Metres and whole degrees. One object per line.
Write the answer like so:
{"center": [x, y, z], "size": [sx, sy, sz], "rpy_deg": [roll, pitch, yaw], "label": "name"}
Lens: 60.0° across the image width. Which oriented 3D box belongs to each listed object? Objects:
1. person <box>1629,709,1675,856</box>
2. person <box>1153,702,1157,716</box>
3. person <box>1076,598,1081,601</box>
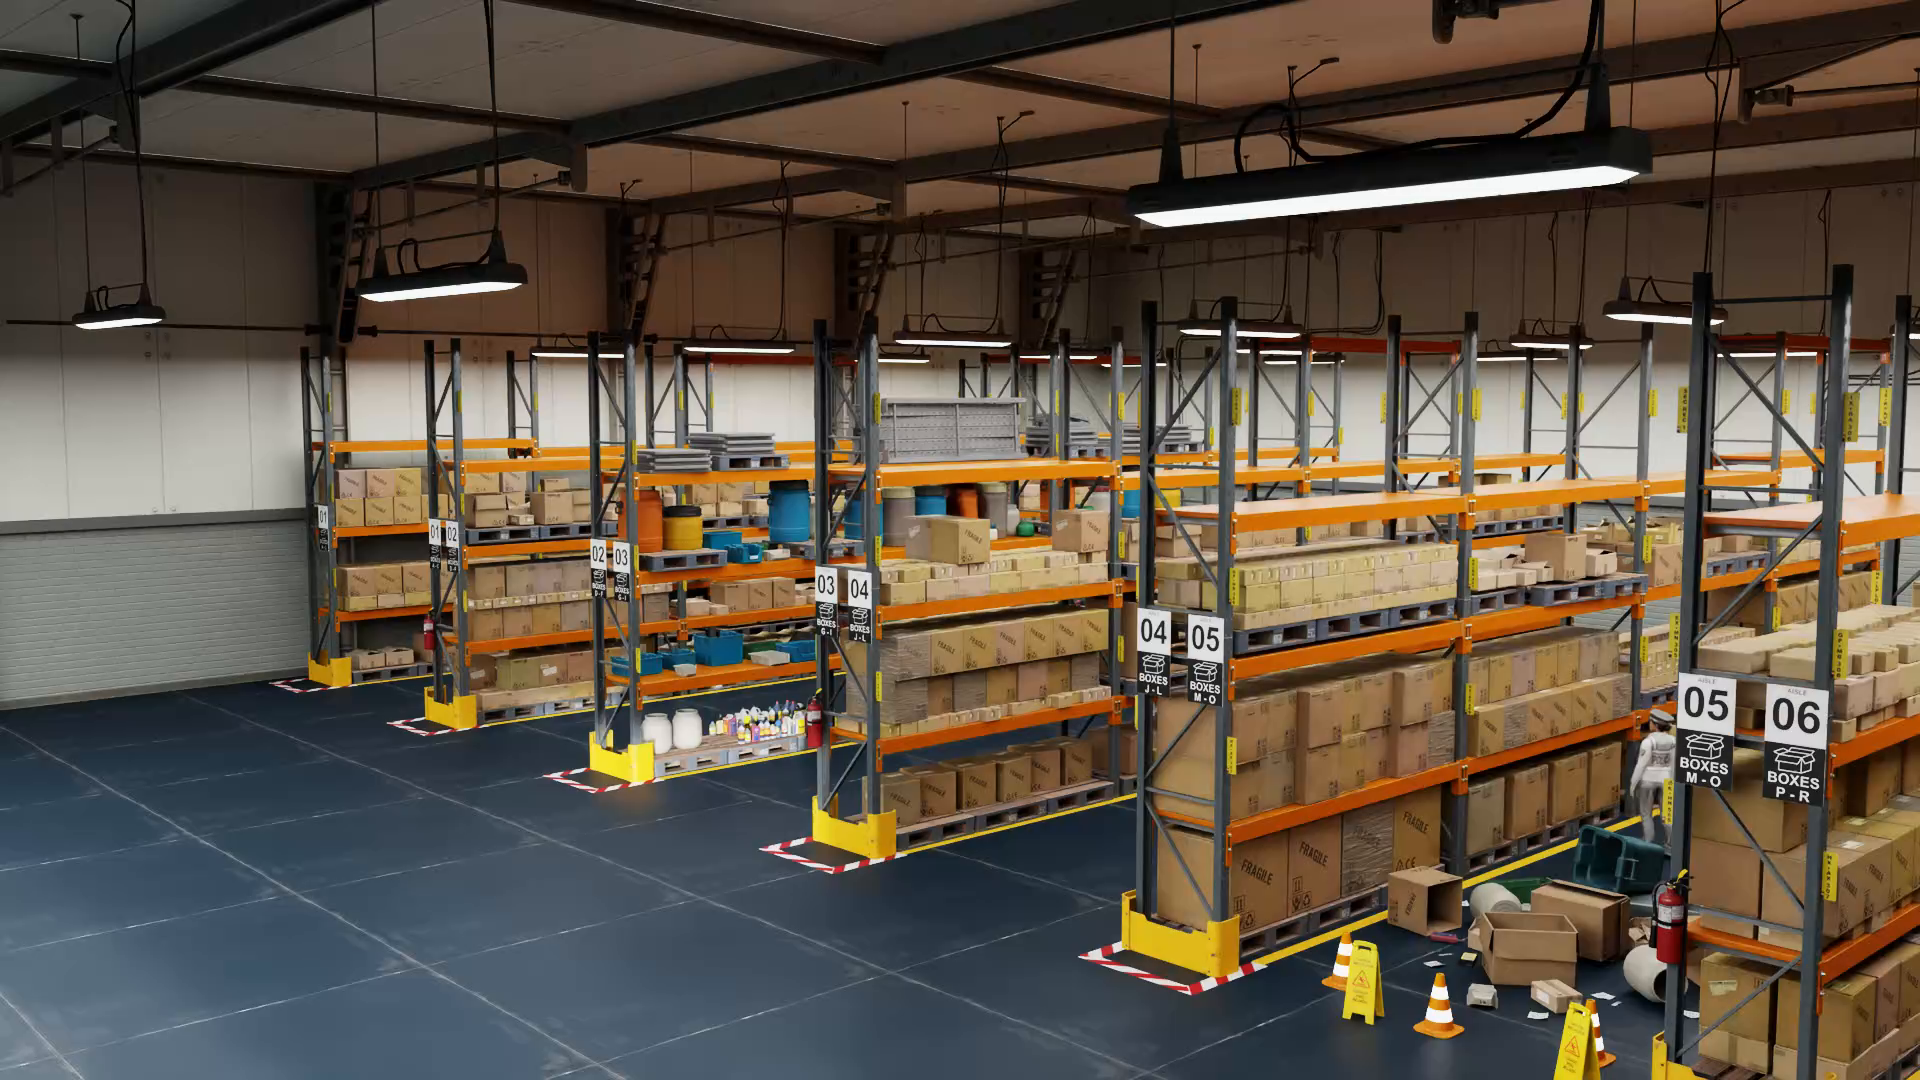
{"center": [7.714, 2.704, 18.496], "size": [0.558, 1.689, 0.460], "rpy_deg": [0, 5, -1], "label": "person"}
{"center": [2.962, 1.852, 25.225], "size": [0.495, 1.629, 0.510], "rpy_deg": [-3, 6, -35], "label": "person"}
{"center": [2.932, 0.853, 39.394], "size": [0.477, 1.697, 0.465], "rpy_deg": [-4, 6, -38], "label": "person"}
